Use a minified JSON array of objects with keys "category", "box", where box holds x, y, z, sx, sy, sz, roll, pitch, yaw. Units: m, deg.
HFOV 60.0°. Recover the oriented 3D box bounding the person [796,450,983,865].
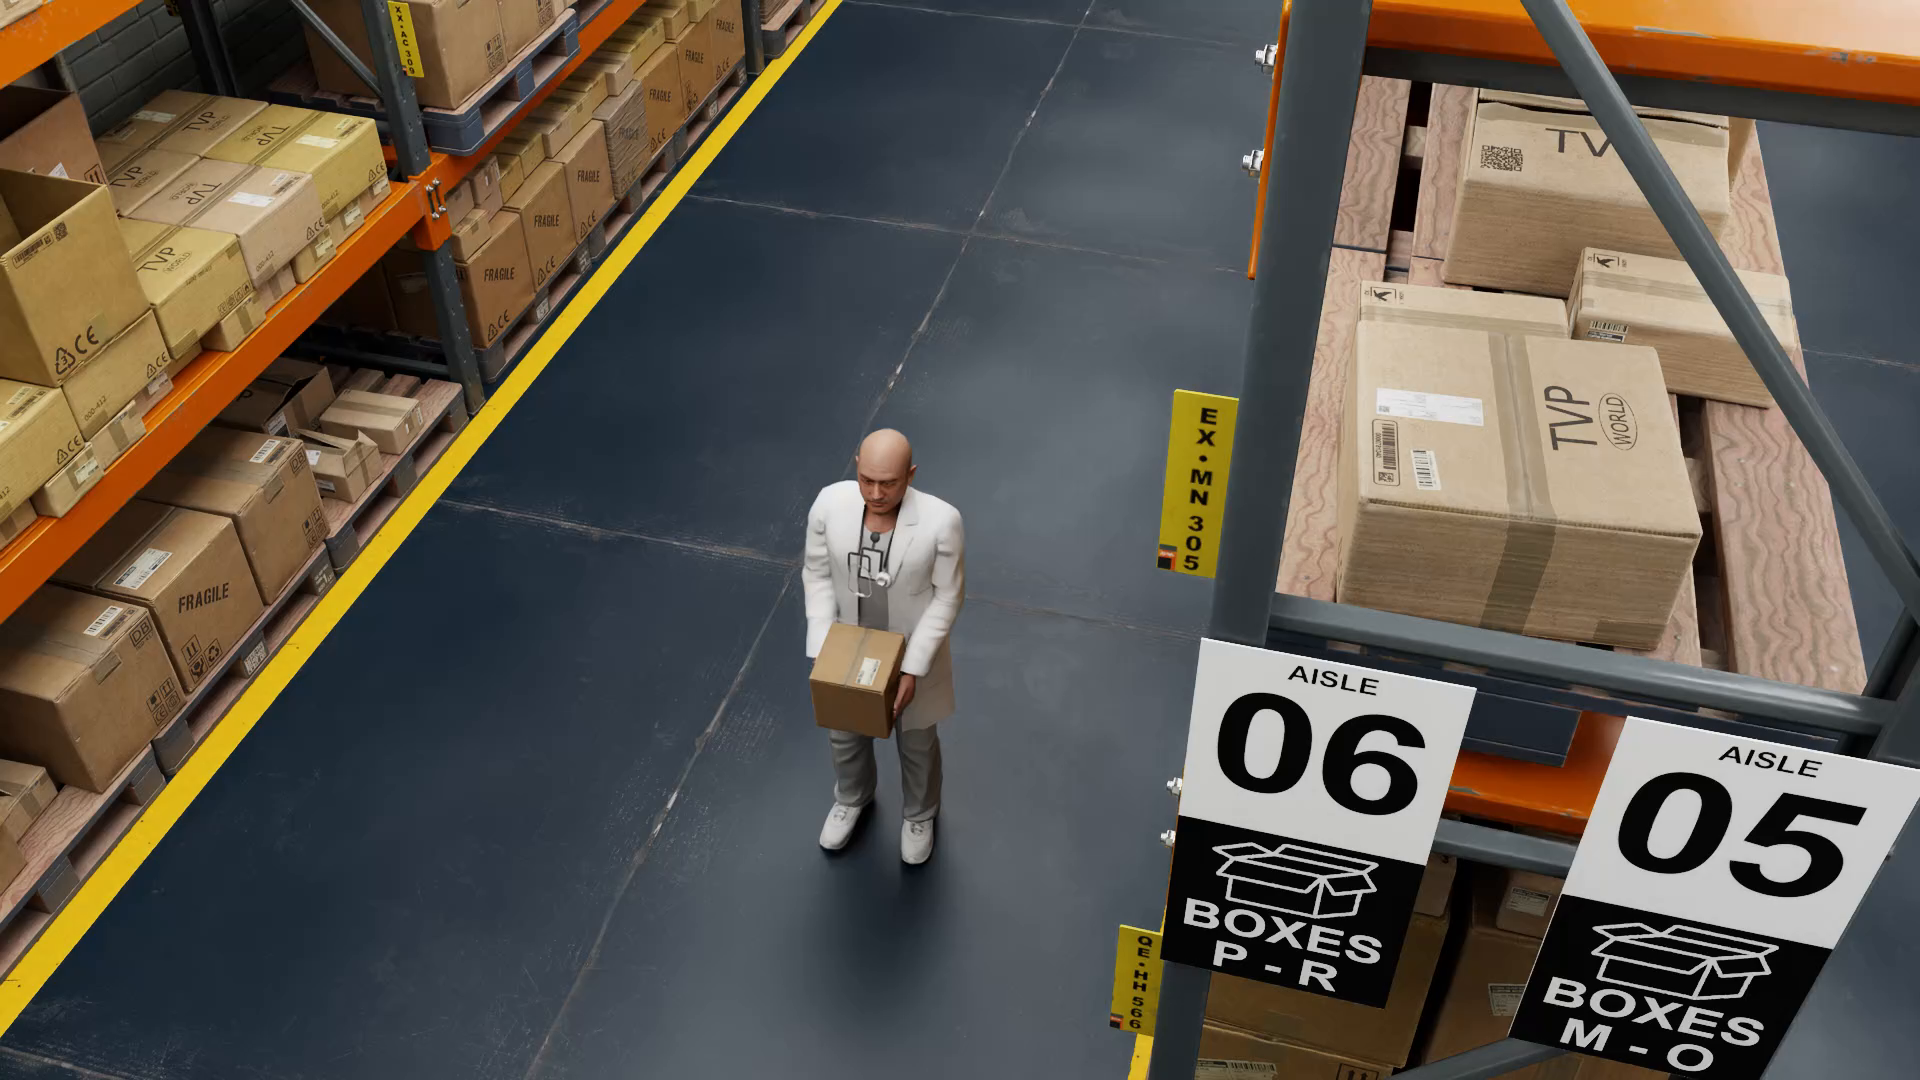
[{"category":"person","box":[-0.240,0.392,5.710,0.655,1.775,0.420,8,41,9]}]
